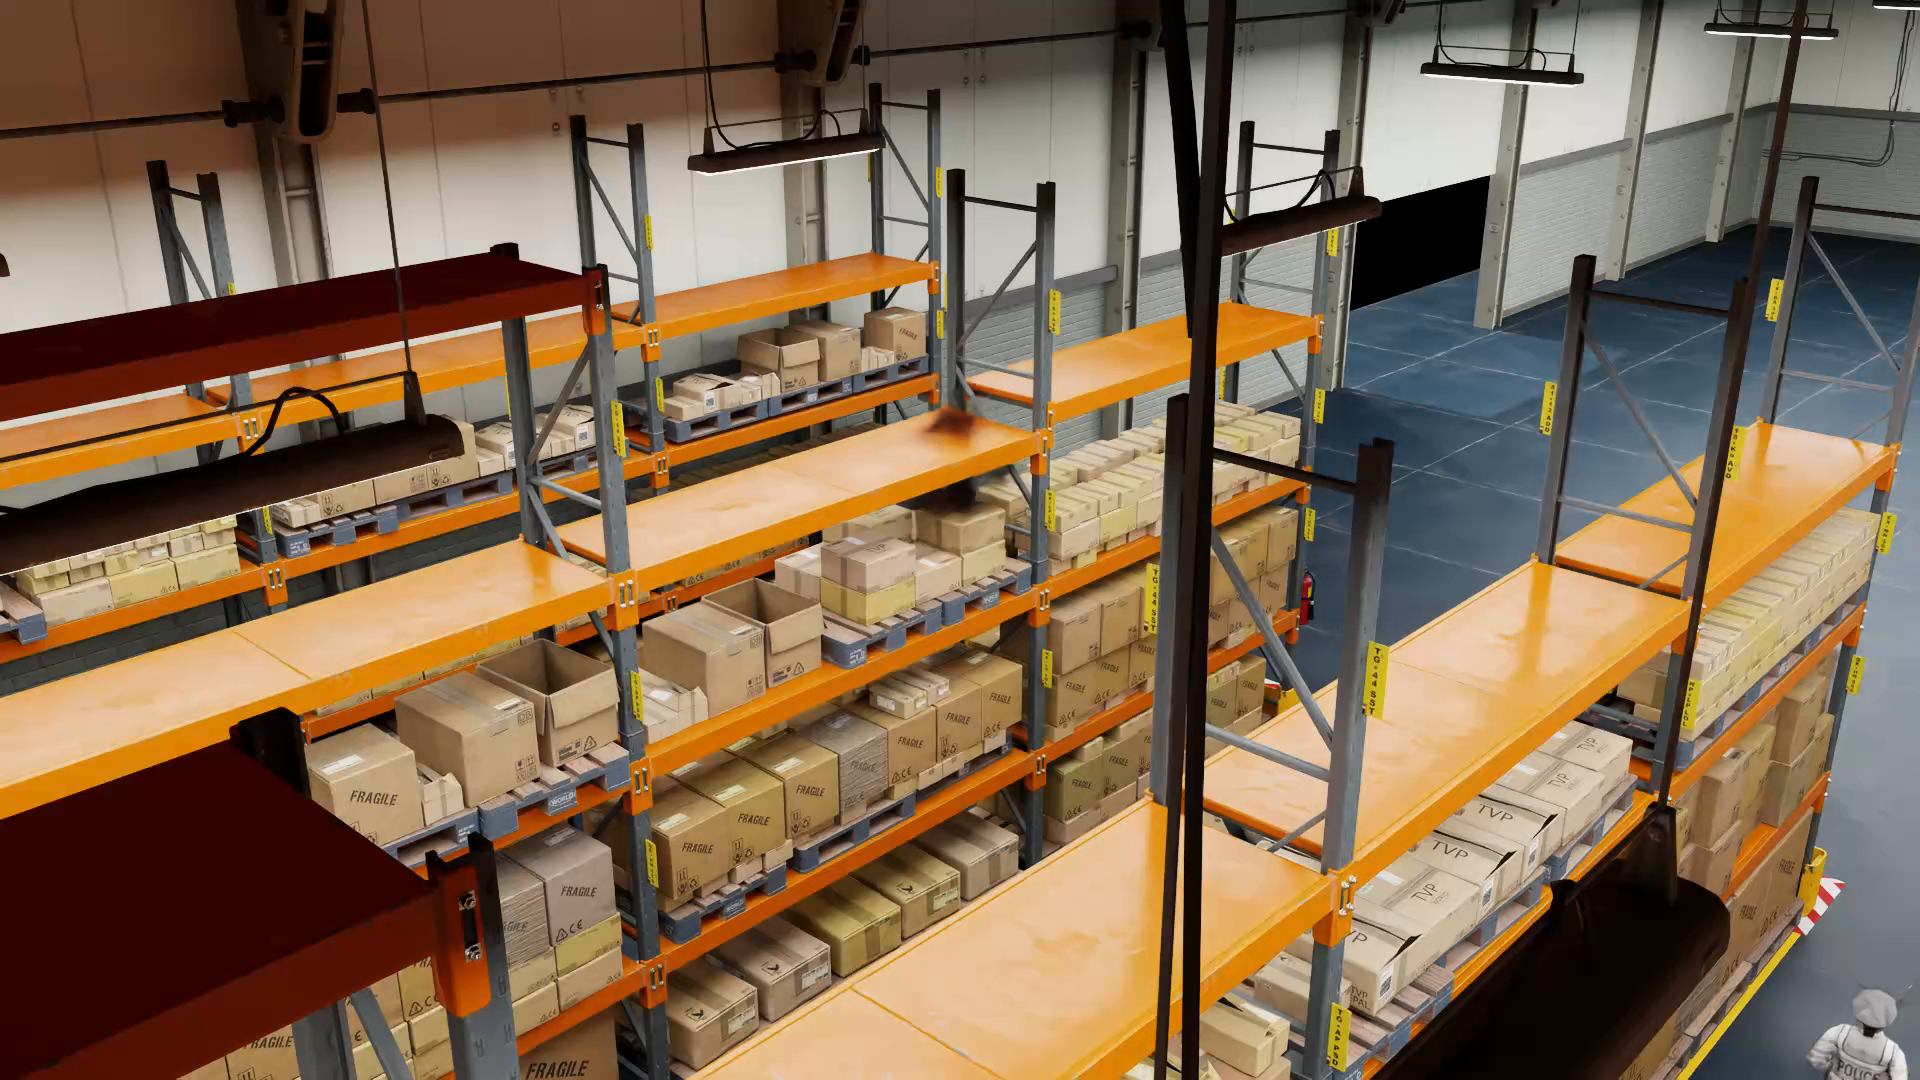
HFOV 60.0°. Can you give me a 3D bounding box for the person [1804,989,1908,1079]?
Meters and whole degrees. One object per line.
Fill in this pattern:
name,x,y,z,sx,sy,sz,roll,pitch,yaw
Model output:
person,5.674,3.560,10.564,0.612,1.648,0.576,16,26,36
